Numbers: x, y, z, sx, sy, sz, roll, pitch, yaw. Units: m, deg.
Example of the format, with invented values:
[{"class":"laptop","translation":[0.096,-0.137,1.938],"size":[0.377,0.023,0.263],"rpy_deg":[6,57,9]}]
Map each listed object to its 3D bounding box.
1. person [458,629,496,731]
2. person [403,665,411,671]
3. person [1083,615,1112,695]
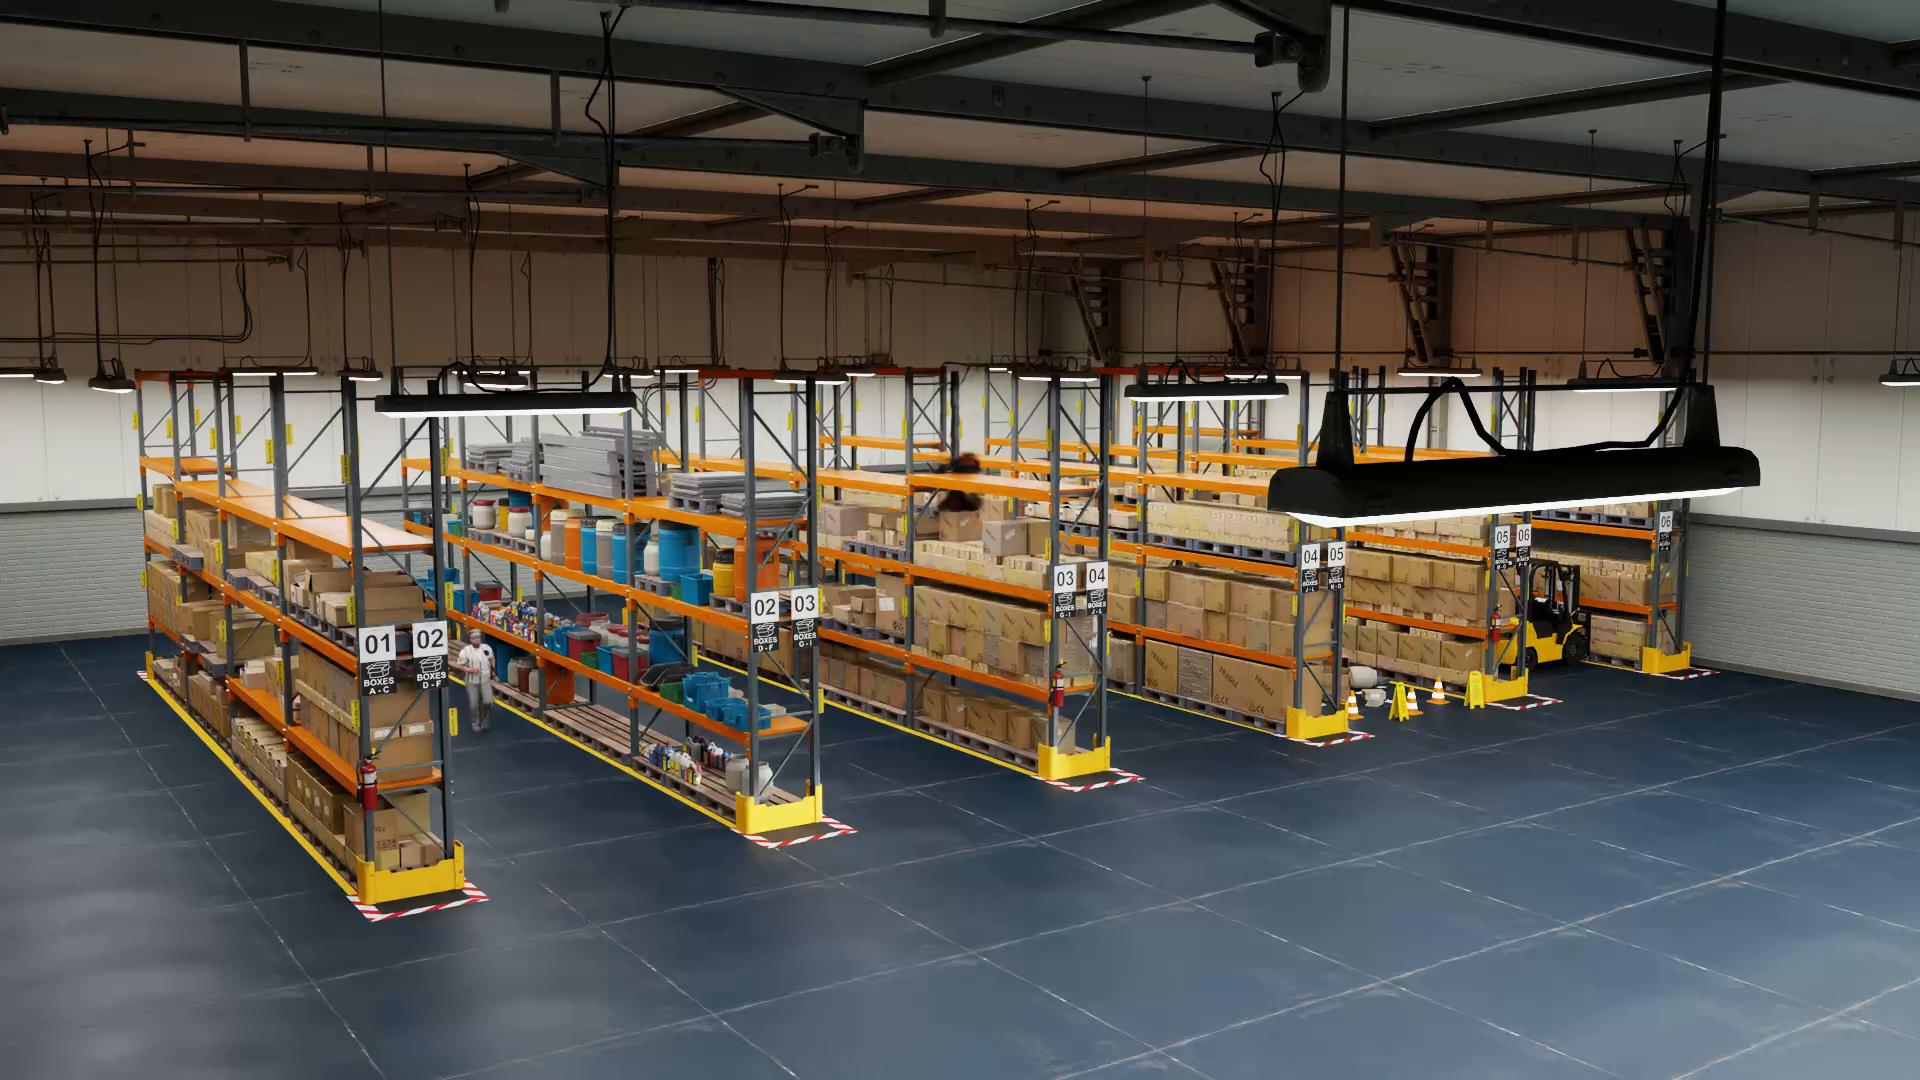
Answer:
[{"class":"person","translation":[-7.996,2.336,27.647],"size":[0.647,1.744,0.640],"rpy_deg":[-3,7,-28]},{"class":"person","translation":[-10.106,2.076,30.519],"size":[0.559,1.707,0.738],"rpy_deg":[-4,8,-31]},{"class":"person","translation":[2.395,1.907,29.090],"size":[0.656,1.866,0.712],"rpy_deg":[-6,9,-44]}]
